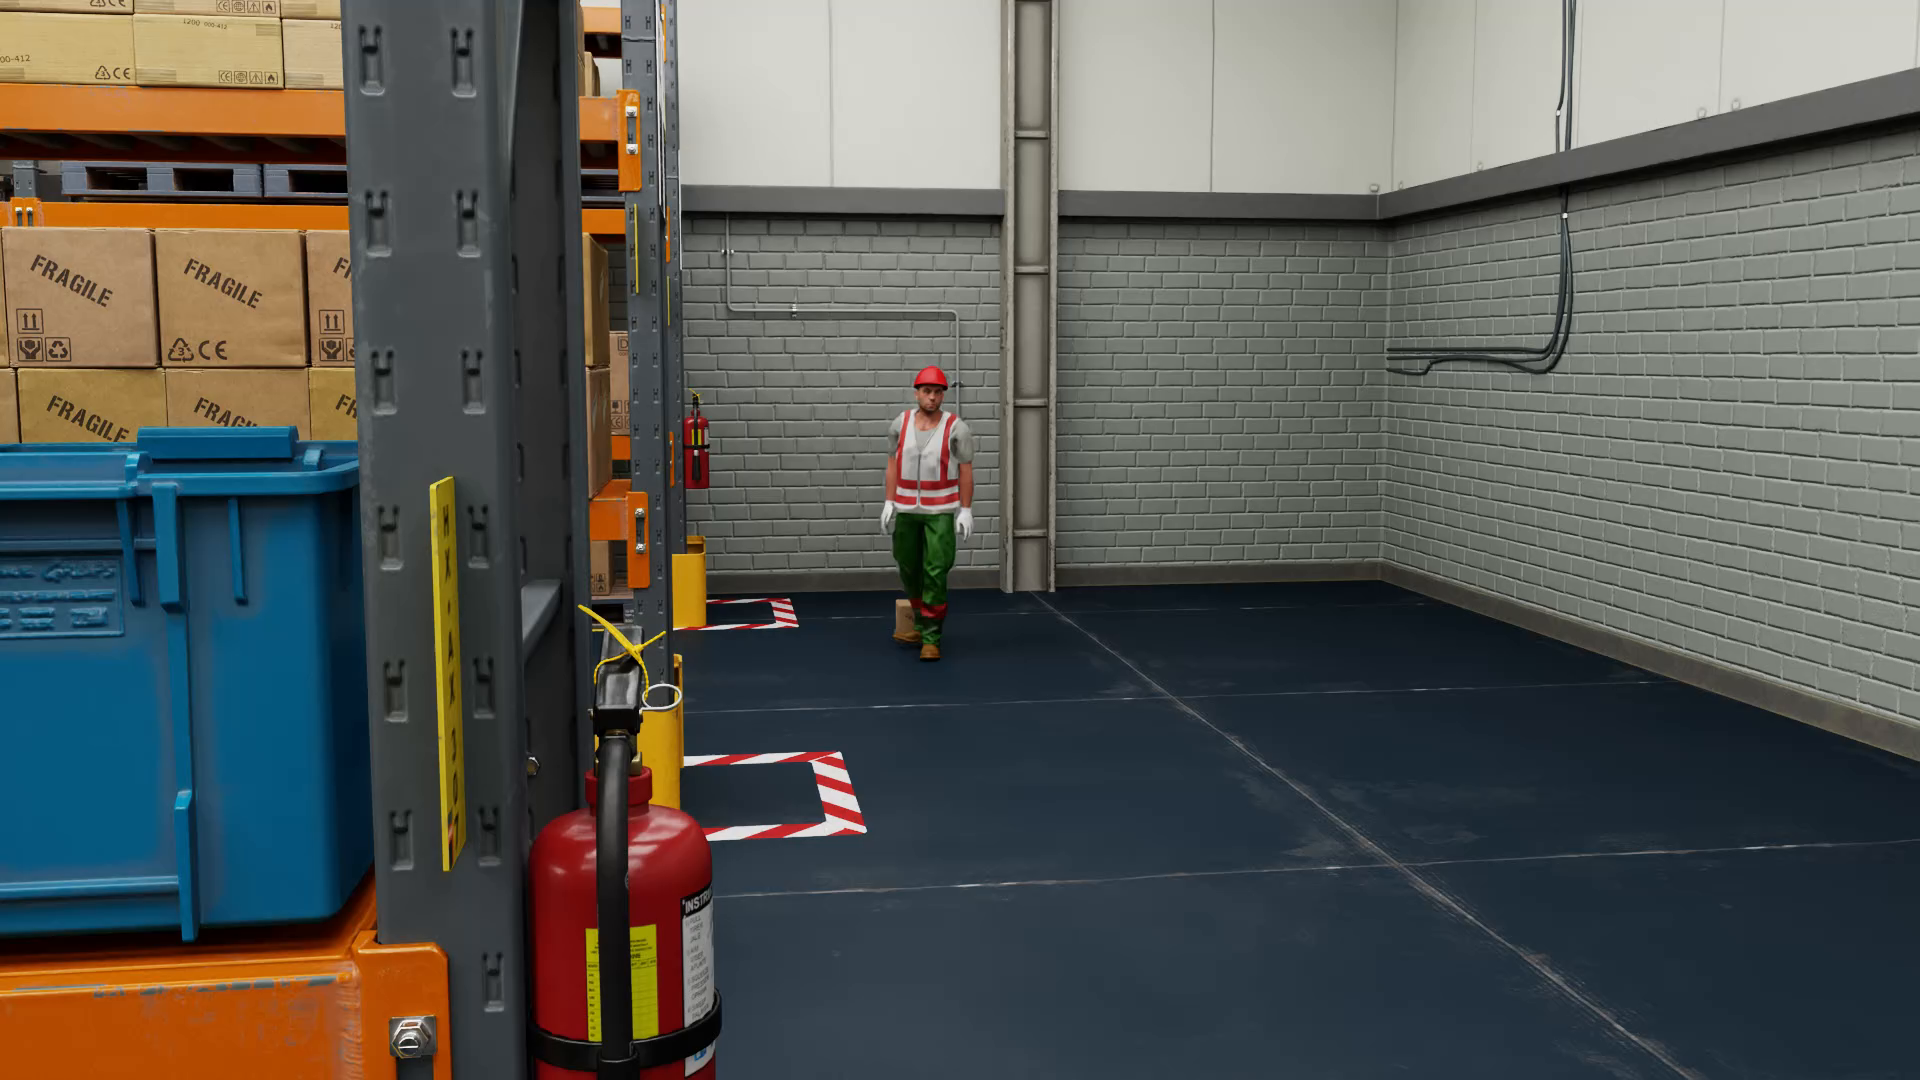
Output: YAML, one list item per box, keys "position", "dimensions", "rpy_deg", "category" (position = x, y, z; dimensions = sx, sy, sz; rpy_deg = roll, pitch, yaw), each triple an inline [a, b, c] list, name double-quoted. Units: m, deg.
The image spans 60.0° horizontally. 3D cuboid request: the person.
- position: [-0.188, -0.176, 10.187]
  dimensions: [0.580, 1.776, 0.571]
  rpy_deg: [2, 7, 18]
  category: "person"
